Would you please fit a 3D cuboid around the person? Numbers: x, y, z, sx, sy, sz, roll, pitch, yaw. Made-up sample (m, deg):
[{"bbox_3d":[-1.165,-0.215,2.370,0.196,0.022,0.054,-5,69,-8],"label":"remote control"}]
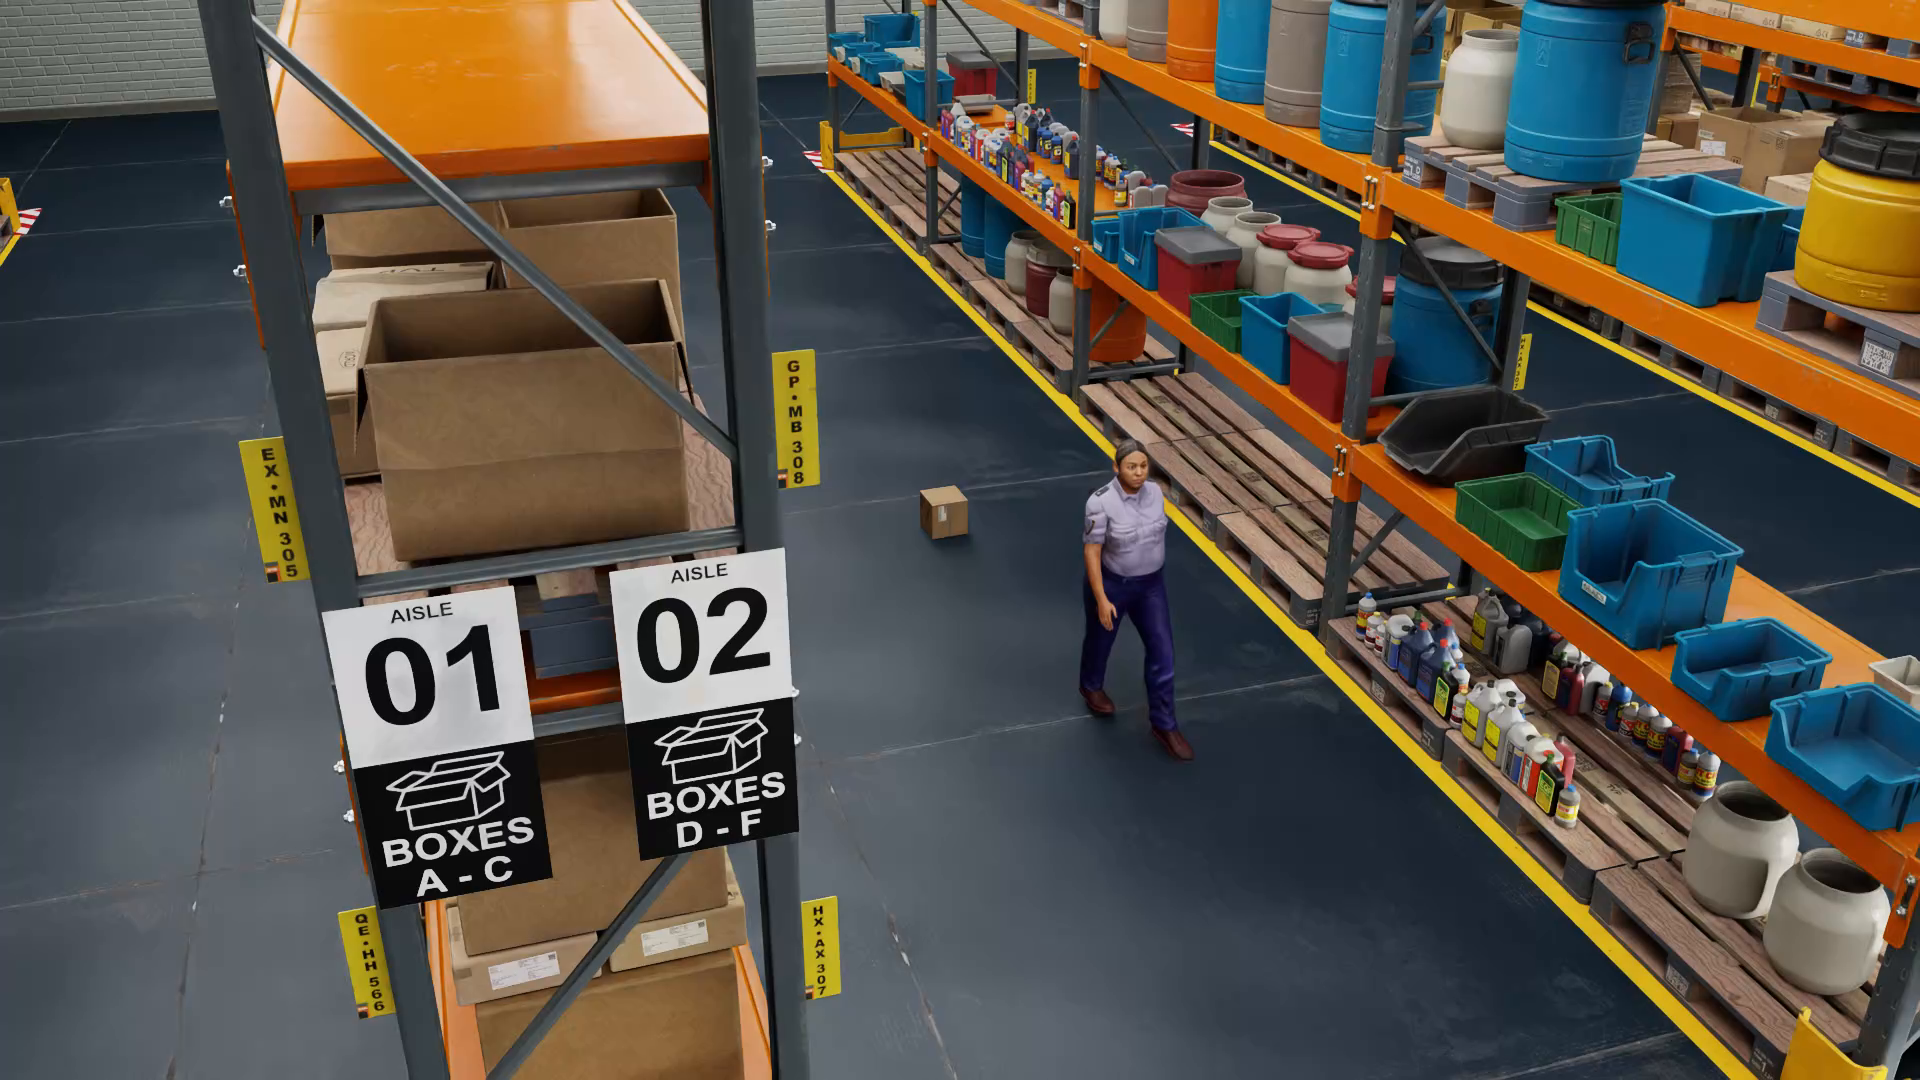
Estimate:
[{"bbox_3d":[0.884,0.287,8.563,0.513,1.653,0.822,-11,28,-20],"label":"person"}]
